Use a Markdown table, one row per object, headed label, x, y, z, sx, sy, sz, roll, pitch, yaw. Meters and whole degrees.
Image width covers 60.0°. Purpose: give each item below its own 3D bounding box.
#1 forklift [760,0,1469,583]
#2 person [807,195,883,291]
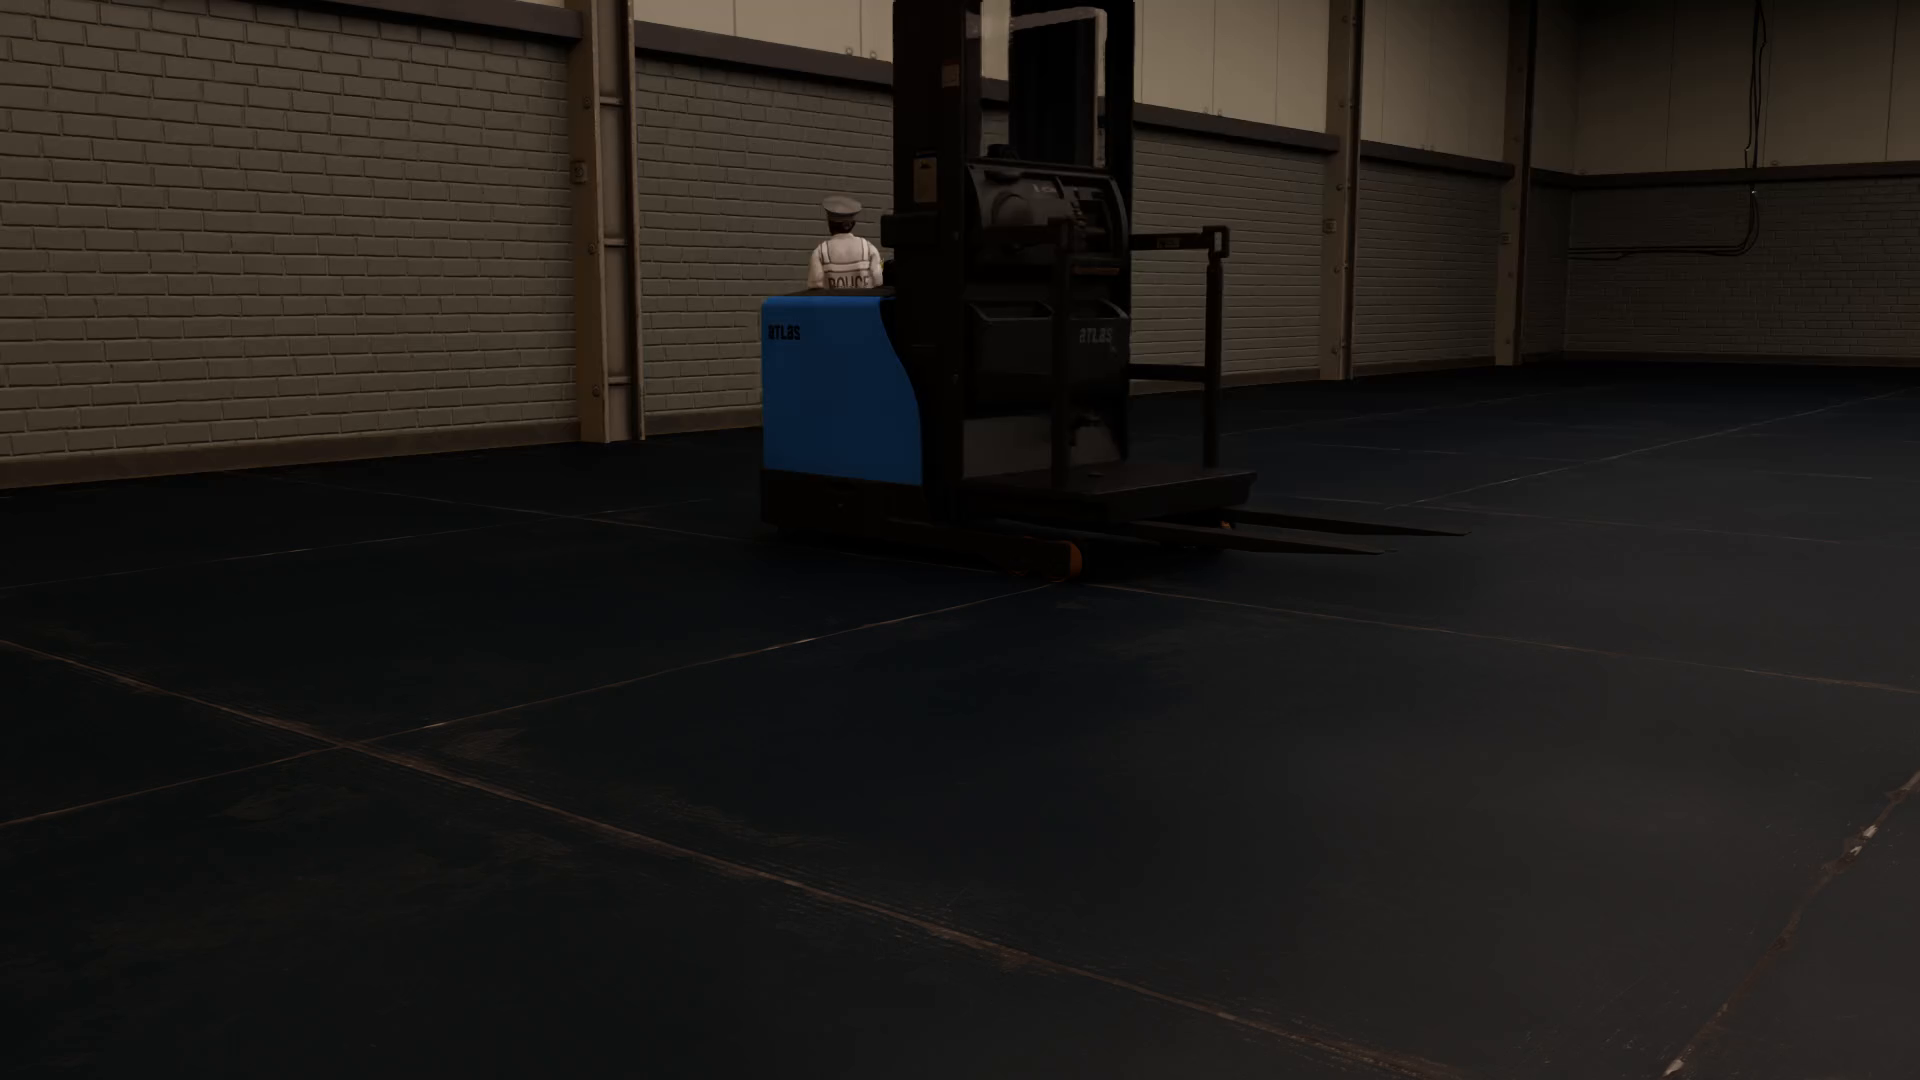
| label | x | y | z | sx | sy | sz | roll | pitch | yaw |
| --- | --- | --- | --- | --- | --- | --- | --- | --- | --- |
| forklift | 0.522 | -1.371 | 6.653 | 3.031 | 2.935 | 1.130 | 8 | 11 | 43 |
| person | -0.712 | -1.286 | 10.394 | 0.535 | 1.709 | 0.459 | -2 | 8 | -11 |
